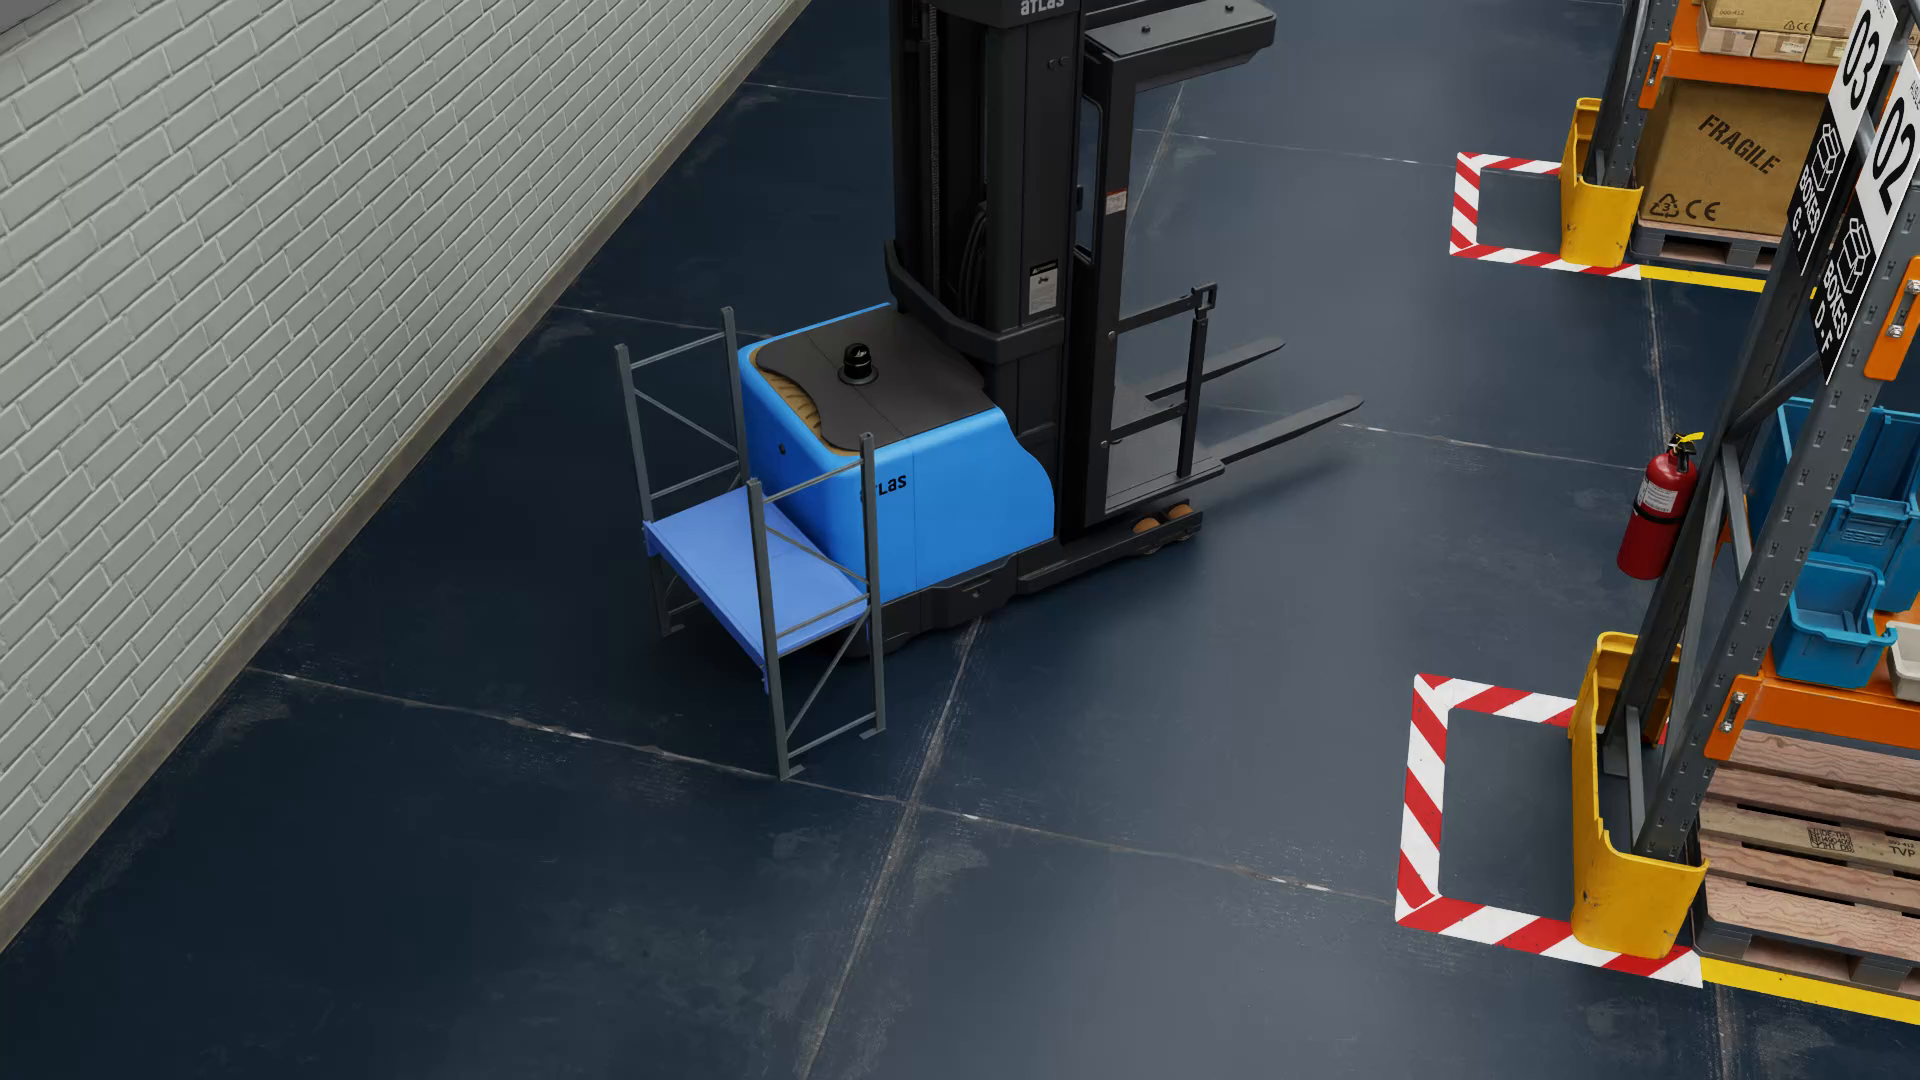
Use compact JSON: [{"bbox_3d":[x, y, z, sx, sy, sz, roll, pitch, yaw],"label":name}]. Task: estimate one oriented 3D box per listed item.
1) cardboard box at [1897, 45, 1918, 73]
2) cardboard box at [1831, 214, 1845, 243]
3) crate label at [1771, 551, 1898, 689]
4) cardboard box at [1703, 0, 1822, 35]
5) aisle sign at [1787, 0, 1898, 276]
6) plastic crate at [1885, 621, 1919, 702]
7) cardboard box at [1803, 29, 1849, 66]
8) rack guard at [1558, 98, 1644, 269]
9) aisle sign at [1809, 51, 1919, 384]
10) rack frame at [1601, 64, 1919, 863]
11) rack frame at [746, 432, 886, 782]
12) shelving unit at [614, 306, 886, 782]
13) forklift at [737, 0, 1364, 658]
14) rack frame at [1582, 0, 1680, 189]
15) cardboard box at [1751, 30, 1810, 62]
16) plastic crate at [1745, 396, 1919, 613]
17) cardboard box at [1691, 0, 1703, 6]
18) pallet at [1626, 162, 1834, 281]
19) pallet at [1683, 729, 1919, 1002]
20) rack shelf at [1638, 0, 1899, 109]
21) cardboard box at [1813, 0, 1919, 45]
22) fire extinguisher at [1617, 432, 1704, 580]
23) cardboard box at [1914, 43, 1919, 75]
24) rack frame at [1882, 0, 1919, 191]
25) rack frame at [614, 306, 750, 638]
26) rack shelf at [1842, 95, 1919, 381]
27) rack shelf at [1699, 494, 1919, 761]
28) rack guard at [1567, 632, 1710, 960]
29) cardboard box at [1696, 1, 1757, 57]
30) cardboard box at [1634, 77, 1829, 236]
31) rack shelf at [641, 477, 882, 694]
[{"bbox_3d":[4.848,-2.616,8.752,0.250,0.149,0.380,9,41,11],"label":"cardboard box"},{"bbox_3d":[5.361,-2.242,9.437,0.875,0.875,0.875,10,41,11],"label":"cardboard box"},{"bbox_3d":[2.716,0.261,5.215,0.303,0.233,0.416,10,41,11],"label":"crate label"},{"bbox_3d":[4.237,-2.912,8.794,0.500,0.250,0.500,9,41,10],"label":"cardboard box"},{"bbox_3d":[2.569,-1.215,4.867,0.004,0.787,0.394,10,41,11],"label":"aisle sign"},{"bbox_3d":[3.004,0.403,5.121,0.298,0.136,0.250,10,41,11],"label":"plastic crate"},{"bbox_3d":[4.596,-2.658,8.803,0.250,0.149,0.380,9,41,10],"label":"cardboard box"},{"bbox_3d":[3.820,-2.149,9.945,0.348,0.500,1.175,10,41,11],"label":"rack guard"},{"bbox_3d":[2.416,-0.848,4.431,0.004,0.787,0.394,10,41,11],"label":"aisle sign"},{"bbox_3d":[2.562,-0.025,5.473,0.127,3.000,1.000,10,41,11],"label":"rack frame"},{"bbox_3d":[-0.519,0.290,6.263,0.500,1.500,0.032,-24,46,-26],"label":"rack frame"},{"bbox_3d":[-0.810,0.022,6.582,0.538,1.500,1.048,-24,46,-26],"label":"shelving unit"},{"bbox_3d":[0.538,-1.328,7.077,3.031,2.935,1.130,-21,44,-23],"label":"forklift"},{"bbox_3d":[3.843,-3.103,9.136,0.127,3.000,1.000,10,41,11],"label":"rack frame"},{"bbox_3d":[4.349,-2.701,8.853,0.250,0.149,0.380,9,41,11],"label":"cardboard box"},{"bbox_3d":[2.934,-0.122,5.514,0.499,0.435,0.616,10,41,11],"label":"plastic crate"},{"bbox_3d":[4.272,-3.152,9.390,0.250,0.149,0.380,11,41,12],"label":"cardboard box"},{"bbox_3d":[4.635,-1.950,9.933,1.213,0.211,1.003,10,41,11],"label":"pallet"},{"bbox_3d":[3.349,1.204,6.177,1.213,0.211,1.003,10,41,11],"label":"pallet"},{"bbox_3d":[5.775,-2.495,8.972,4.000,0.370,1.077,10,41,11],"label":"rack shelf"},{"bbox_3d":[4.741,-2.829,8.696,0.500,0.250,0.500,9,41,11],"label":"cardboard box"},{"bbox_3d":[2.534,-0.160,5.983,0.183,0.674,0.296,10,41,11],"label":"fire extinguisher"},{"bbox_3d":[5.094,-2.573,8.701,0.250,0.149,0.380,9,41,11],"label":"cardboard box"},{"bbox_3d":[2.562,-2.323,3.543,0.127,3.000,1.000,10,41,11],"label":"rack frame"},{"bbox_3d":[-1.102,-0.246,6.901,0.500,1.500,0.032,-24,46,-26],"label":"rack frame"},{"bbox_3d":[4.494,-0.566,4.343,4.000,0.370,1.077,10,41,11],"label":"rack shelf"},{"bbox_3d":[4.494,0.582,5.308,4.000,0.370,1.077,10,41,11],"label":"rack shelf"},{"bbox_3d":[2.536,0.936,6.272,0.348,0.500,1.175,10,41,11],"label":"rack guard"},{"bbox_3d":[4.100,-2.742,8.903,0.250,0.149,0.380,10,41,12],"label":"cardboard box"},{"bbox_3d":[4.482,-2.393,9.617,0.875,0.875,0.875,10,41,11],"label":"cardboard box"},{"bbox_3d":[-0.810,0.160,6.698,0.538,0.185,1.000,-24,46,-26],"label":"rack shelf"}]
